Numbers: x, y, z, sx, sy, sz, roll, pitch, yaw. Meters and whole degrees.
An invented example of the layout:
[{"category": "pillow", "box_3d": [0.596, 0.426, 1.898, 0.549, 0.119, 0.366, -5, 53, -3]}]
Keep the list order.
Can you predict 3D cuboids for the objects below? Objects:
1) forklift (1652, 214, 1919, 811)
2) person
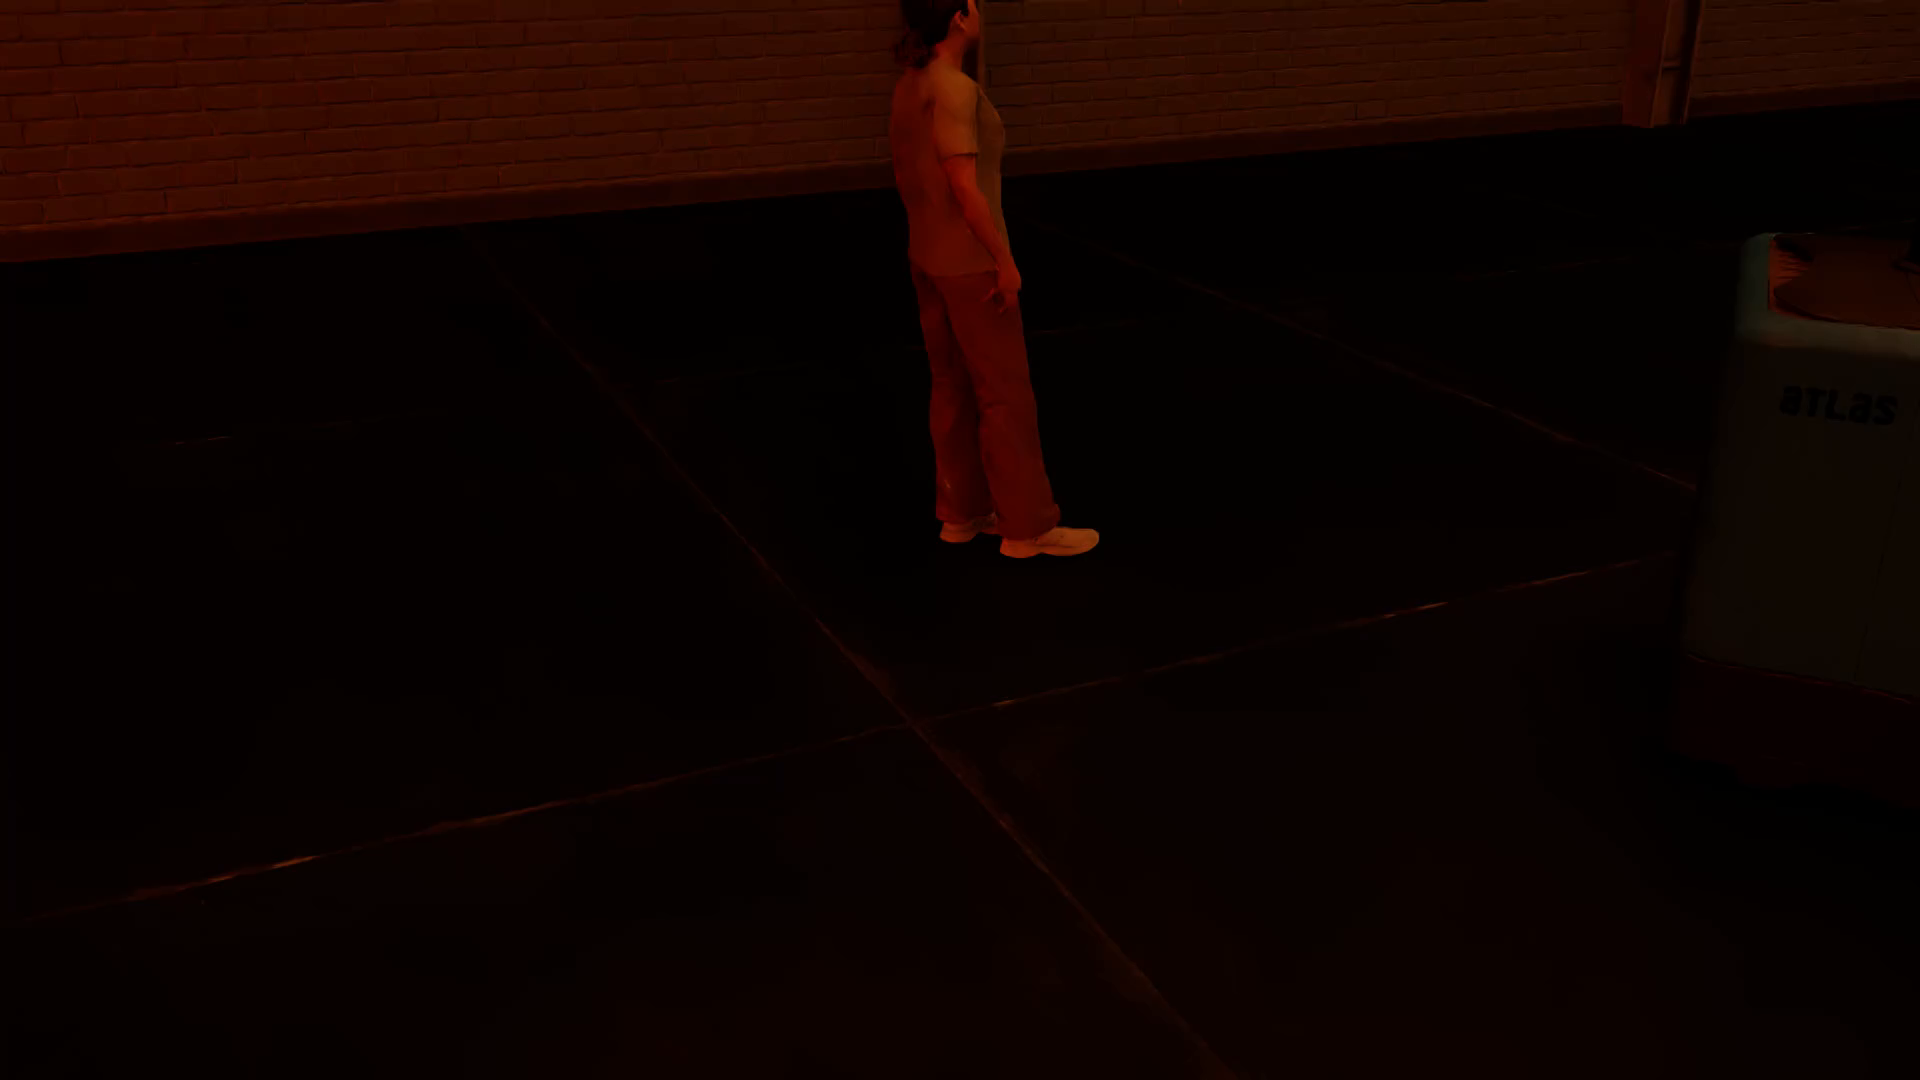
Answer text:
[{"category": "forklift", "box_3d": [3.160, -0.752, 3.097, 3.031, 2.935, 1.130, 10, 25, 23]}, {"category": "person", "box_3d": [0.082, -0.790, 4.807, 0.526, 1.673, 0.554, -10, 25, -23]}]
